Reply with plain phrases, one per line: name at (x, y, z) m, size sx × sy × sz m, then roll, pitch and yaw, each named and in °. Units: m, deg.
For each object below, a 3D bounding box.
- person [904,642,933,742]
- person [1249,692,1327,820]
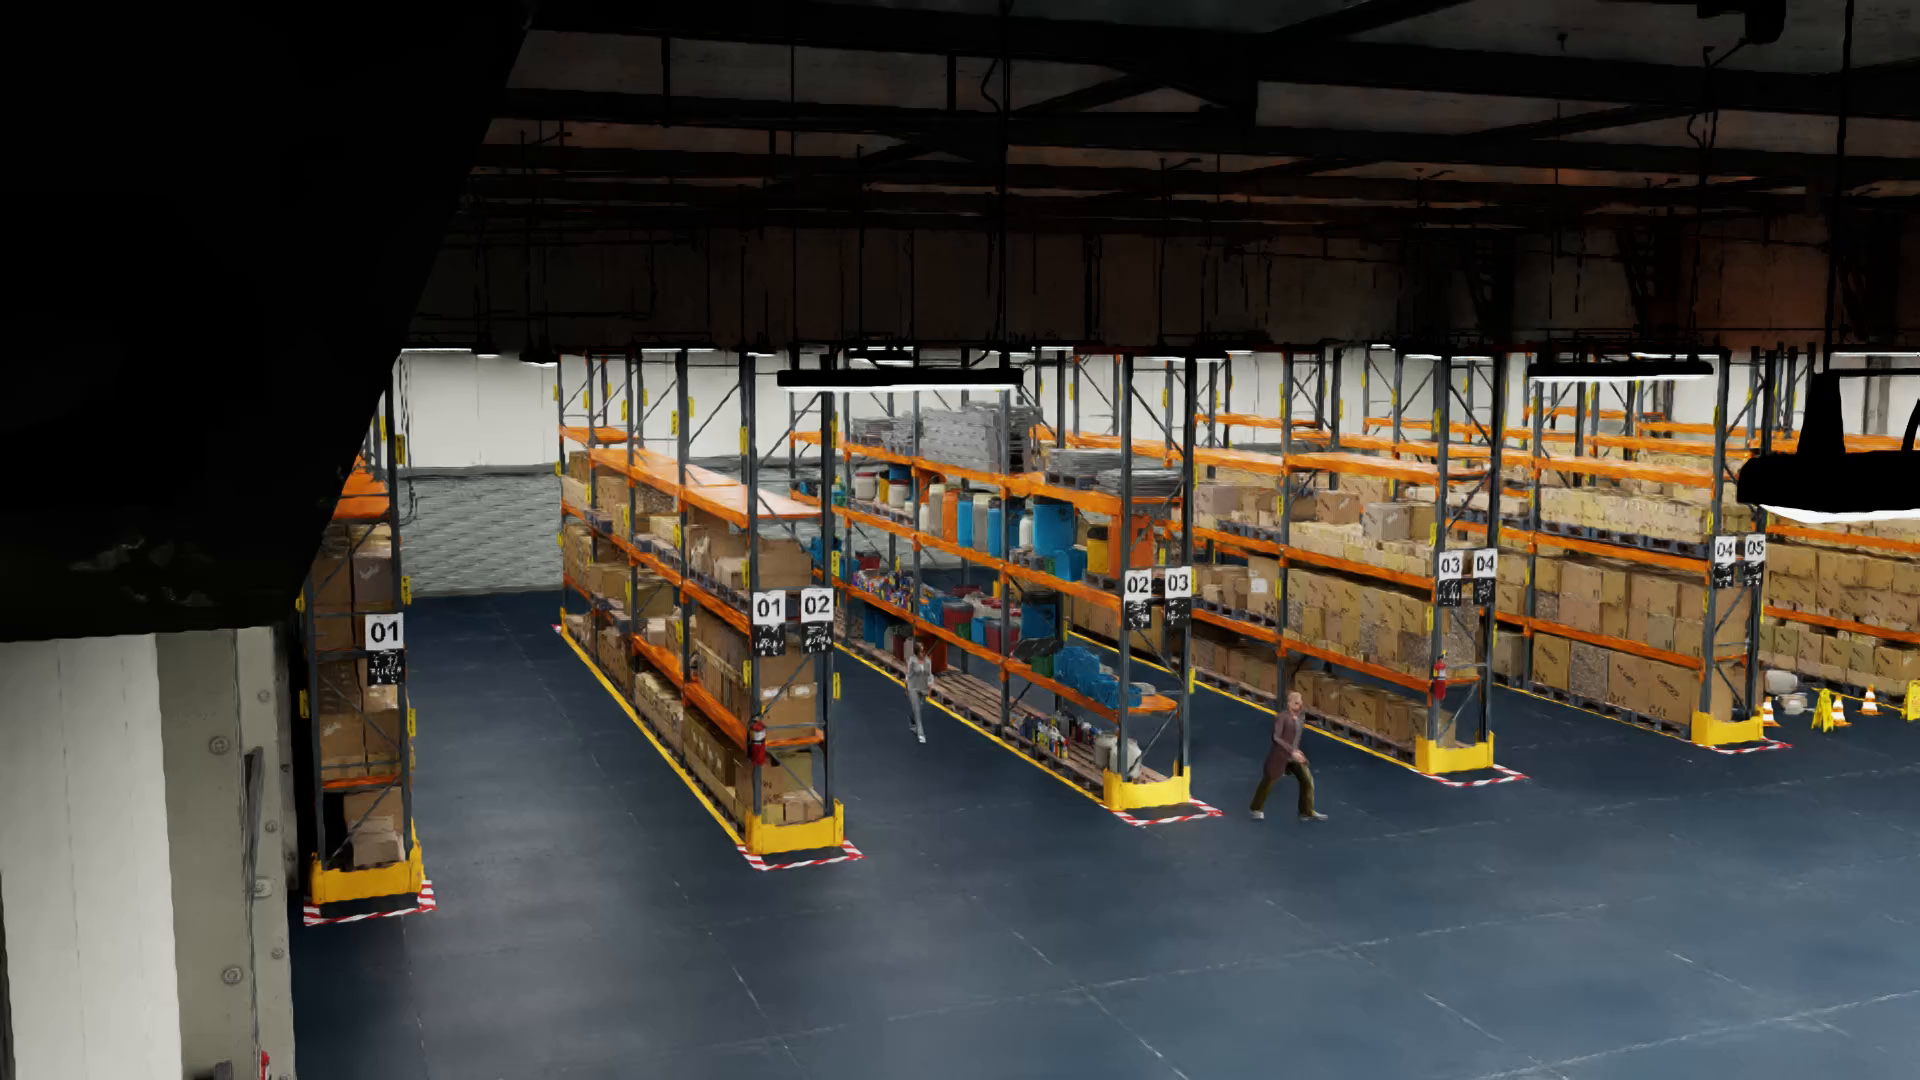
person at (-0.622, 2.302, 25.747) m, size 0.415 × 1.517 × 1.041 m, roll -3°, pitch 8°, yaw -24°
person at (4.174, 2.764, 21.370) m, size 0.728 × 1.712 × 0.904 m, roll -6°, pitch 9°, yaw -37°
